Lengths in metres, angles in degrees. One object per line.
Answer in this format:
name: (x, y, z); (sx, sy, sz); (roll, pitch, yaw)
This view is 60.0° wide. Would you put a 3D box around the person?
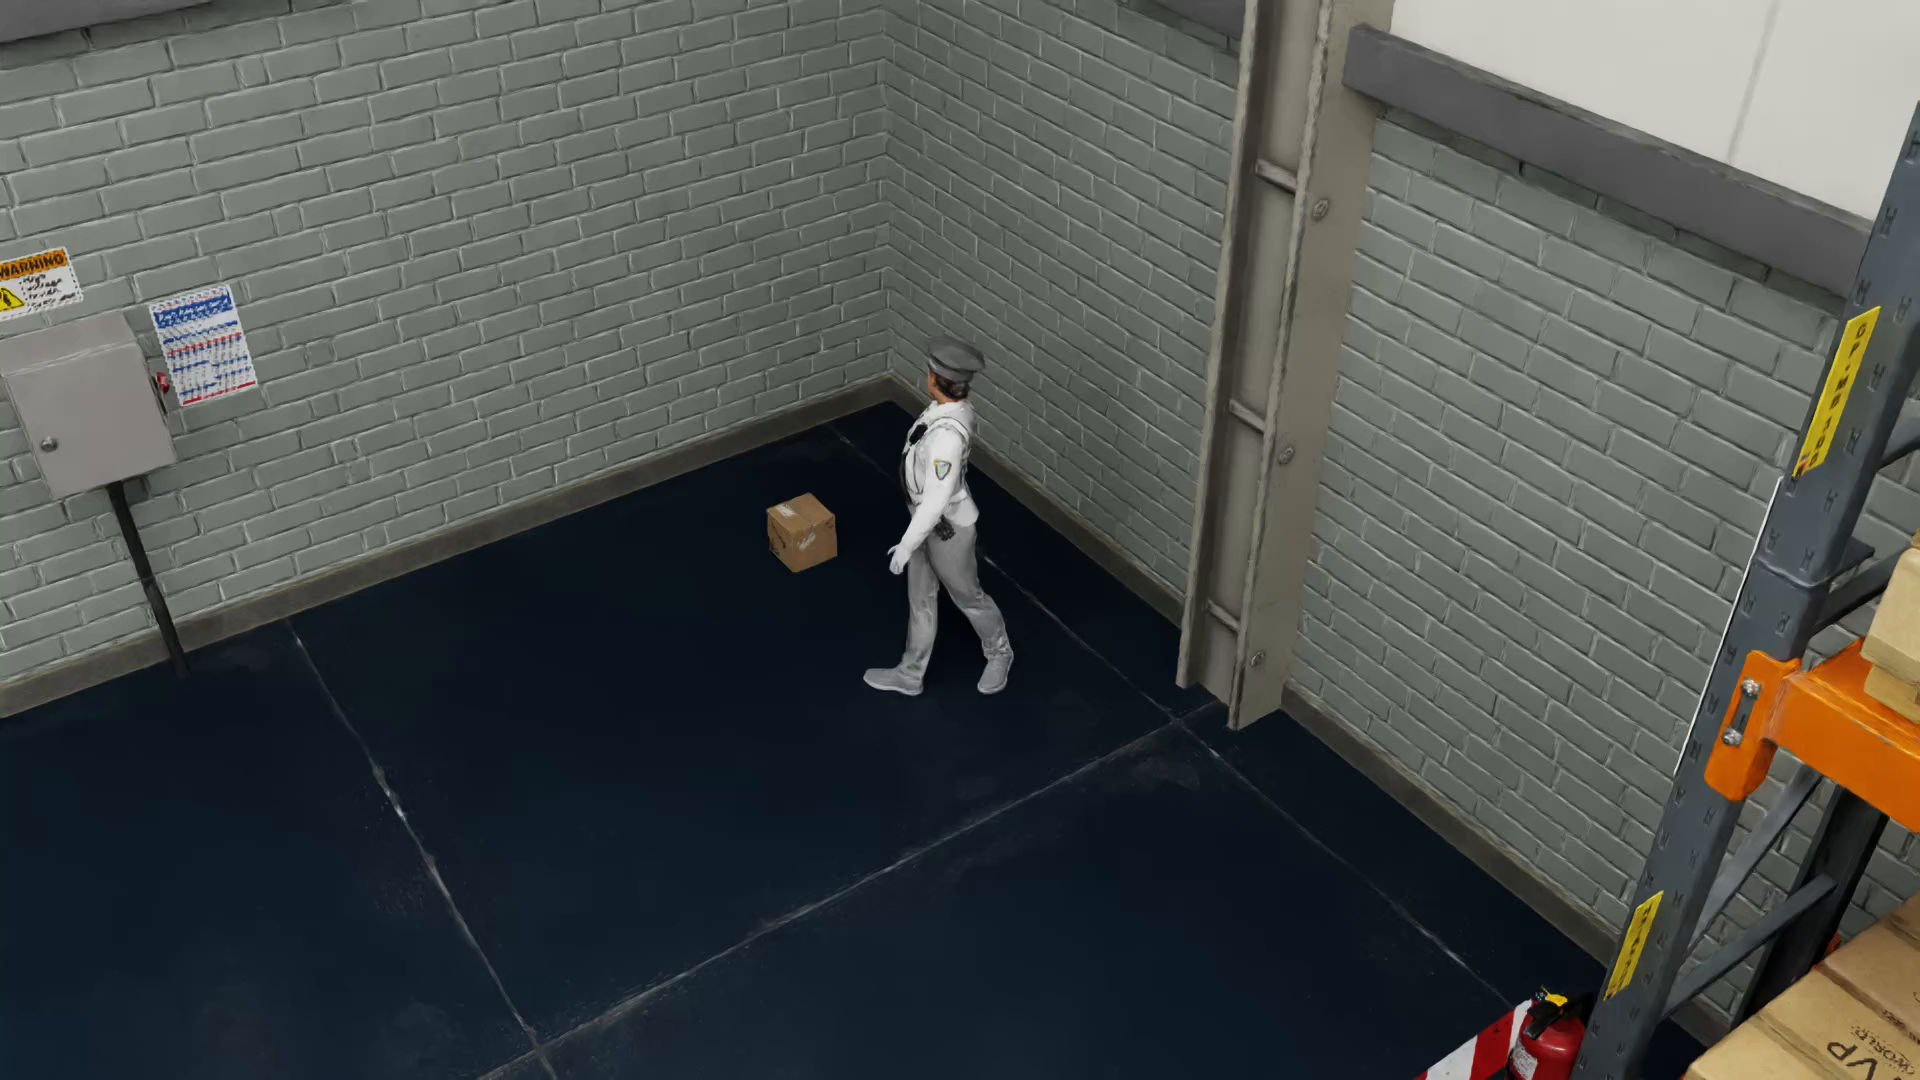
person: (-0.101, -0.068, 7.100); (0.684, 1.642, 0.519); (-6, 37, -8)
